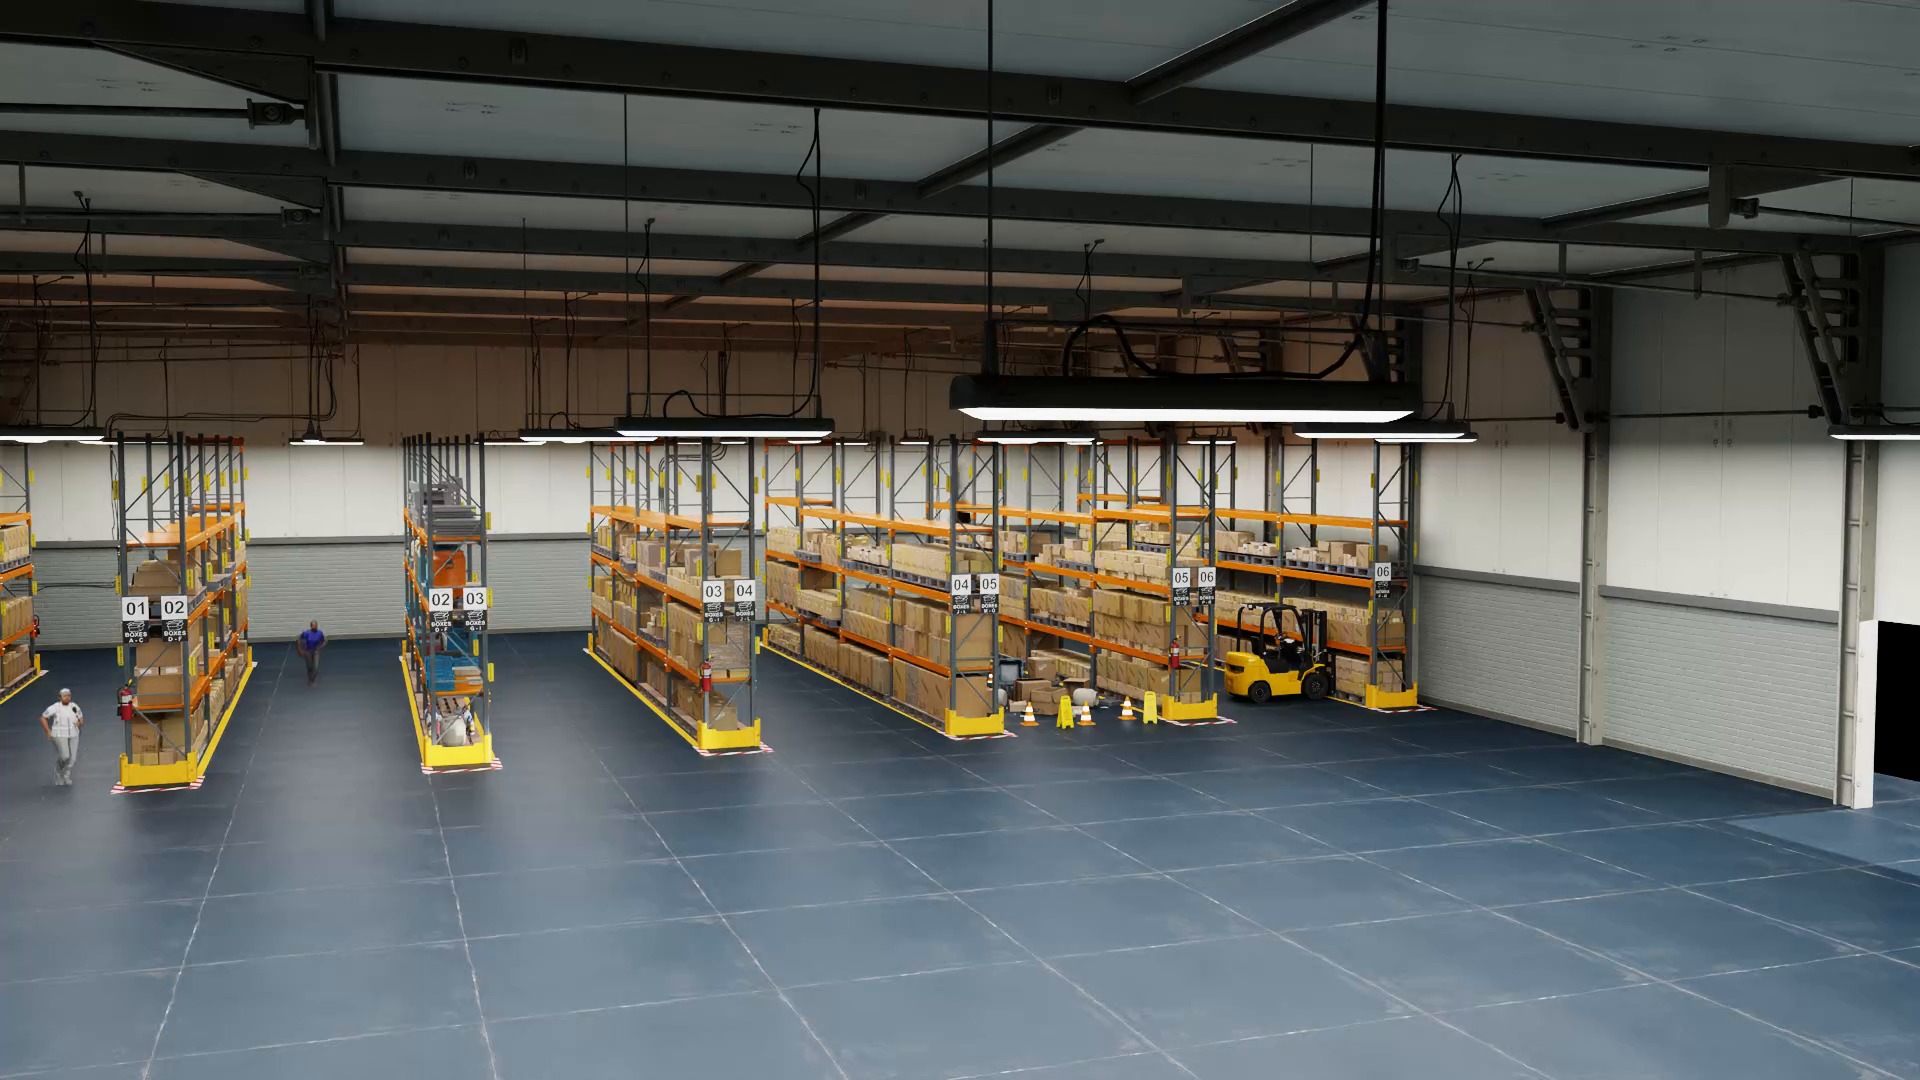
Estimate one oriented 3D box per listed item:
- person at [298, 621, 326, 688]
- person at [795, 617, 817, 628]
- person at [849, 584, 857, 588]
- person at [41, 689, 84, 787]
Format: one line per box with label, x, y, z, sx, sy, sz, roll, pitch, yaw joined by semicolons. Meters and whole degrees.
person;-15.516;2.735;39.827;0.614;1.608;0.652;-2;4;-29
person;-4.752;2.102;49.770;0.828;1.717;0.760;1;3;23
person;-3.079;2.183;48.214;0.683;1.804;0.807;-1;3;-25
person;-15.101;3.338;28.083;0.642;1.650;0.584;3;4;40
